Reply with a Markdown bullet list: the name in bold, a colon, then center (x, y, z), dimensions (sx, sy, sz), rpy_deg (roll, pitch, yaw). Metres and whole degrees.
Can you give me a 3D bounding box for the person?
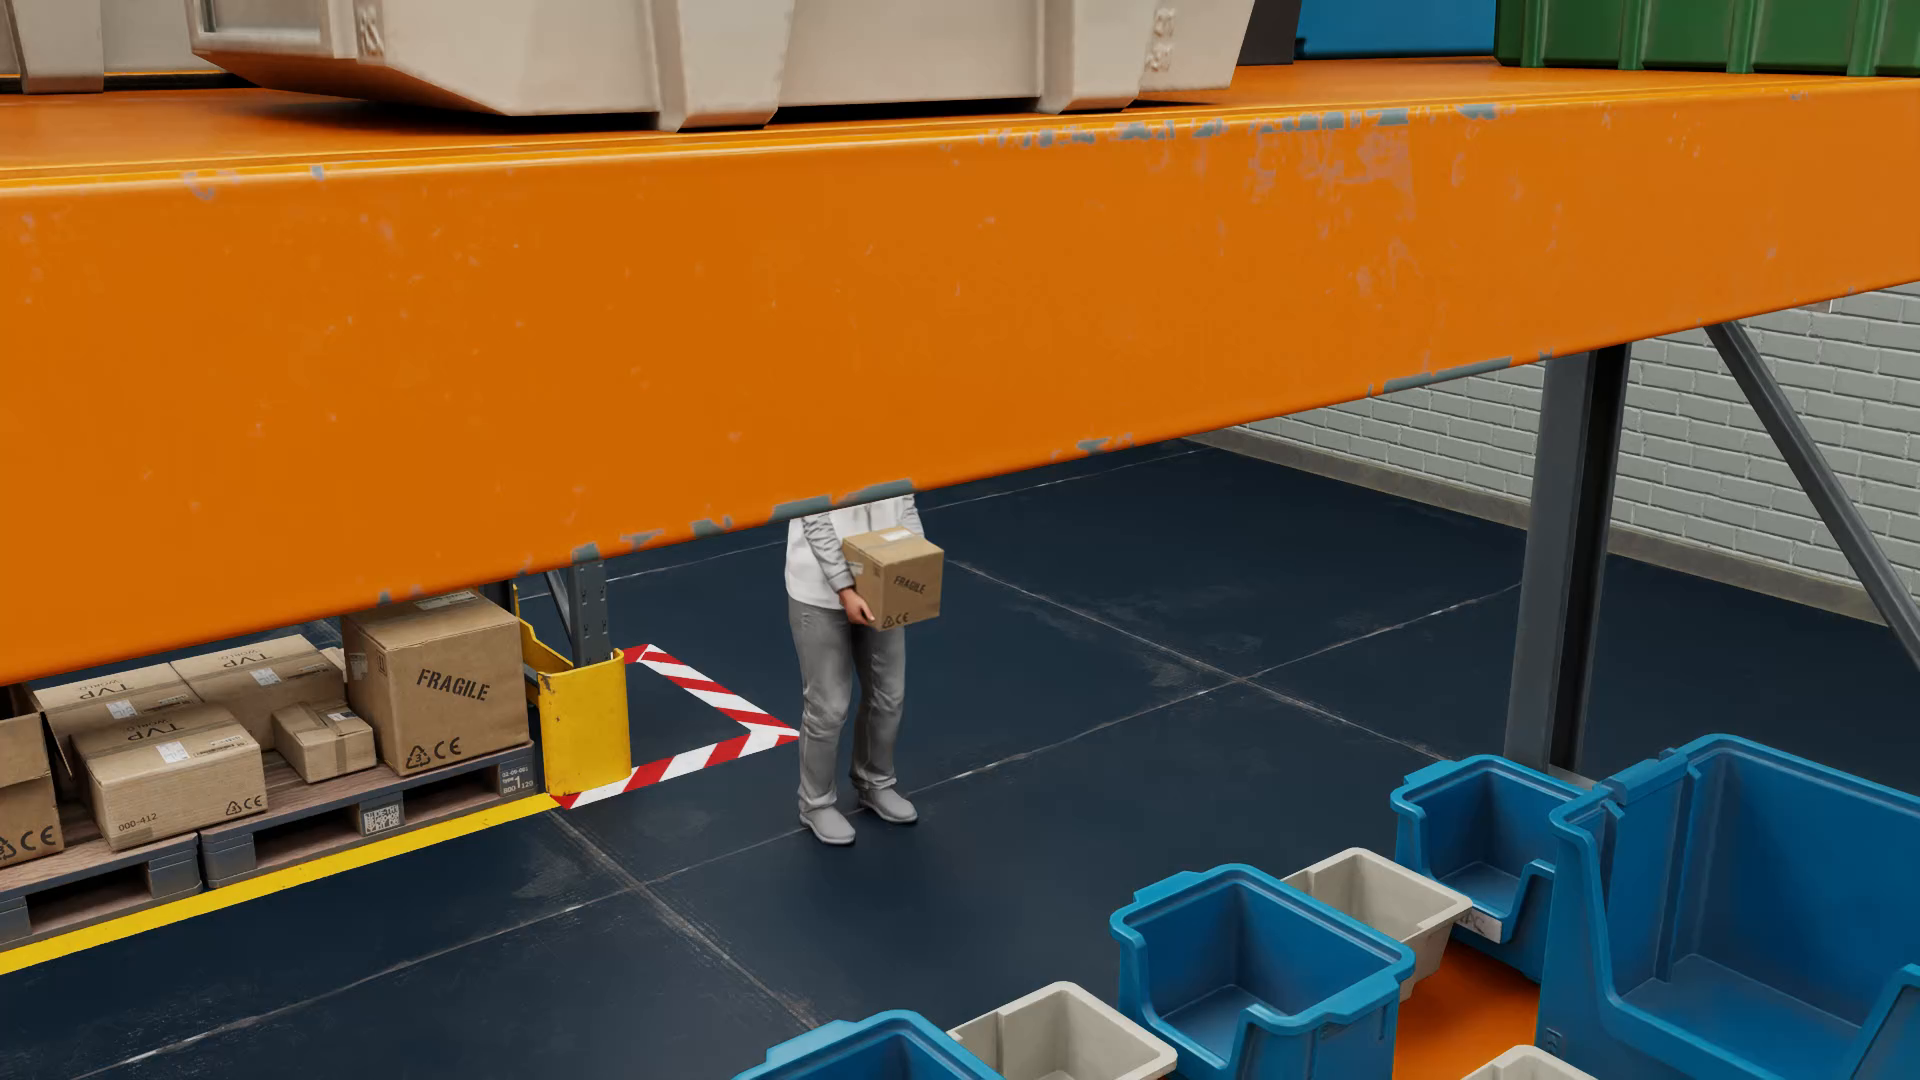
- **person**: center (-0.332, 0.210, 5.857), dimensions (0.494, 1.763, 0.549), rpy_deg (-13, 22, -35)
